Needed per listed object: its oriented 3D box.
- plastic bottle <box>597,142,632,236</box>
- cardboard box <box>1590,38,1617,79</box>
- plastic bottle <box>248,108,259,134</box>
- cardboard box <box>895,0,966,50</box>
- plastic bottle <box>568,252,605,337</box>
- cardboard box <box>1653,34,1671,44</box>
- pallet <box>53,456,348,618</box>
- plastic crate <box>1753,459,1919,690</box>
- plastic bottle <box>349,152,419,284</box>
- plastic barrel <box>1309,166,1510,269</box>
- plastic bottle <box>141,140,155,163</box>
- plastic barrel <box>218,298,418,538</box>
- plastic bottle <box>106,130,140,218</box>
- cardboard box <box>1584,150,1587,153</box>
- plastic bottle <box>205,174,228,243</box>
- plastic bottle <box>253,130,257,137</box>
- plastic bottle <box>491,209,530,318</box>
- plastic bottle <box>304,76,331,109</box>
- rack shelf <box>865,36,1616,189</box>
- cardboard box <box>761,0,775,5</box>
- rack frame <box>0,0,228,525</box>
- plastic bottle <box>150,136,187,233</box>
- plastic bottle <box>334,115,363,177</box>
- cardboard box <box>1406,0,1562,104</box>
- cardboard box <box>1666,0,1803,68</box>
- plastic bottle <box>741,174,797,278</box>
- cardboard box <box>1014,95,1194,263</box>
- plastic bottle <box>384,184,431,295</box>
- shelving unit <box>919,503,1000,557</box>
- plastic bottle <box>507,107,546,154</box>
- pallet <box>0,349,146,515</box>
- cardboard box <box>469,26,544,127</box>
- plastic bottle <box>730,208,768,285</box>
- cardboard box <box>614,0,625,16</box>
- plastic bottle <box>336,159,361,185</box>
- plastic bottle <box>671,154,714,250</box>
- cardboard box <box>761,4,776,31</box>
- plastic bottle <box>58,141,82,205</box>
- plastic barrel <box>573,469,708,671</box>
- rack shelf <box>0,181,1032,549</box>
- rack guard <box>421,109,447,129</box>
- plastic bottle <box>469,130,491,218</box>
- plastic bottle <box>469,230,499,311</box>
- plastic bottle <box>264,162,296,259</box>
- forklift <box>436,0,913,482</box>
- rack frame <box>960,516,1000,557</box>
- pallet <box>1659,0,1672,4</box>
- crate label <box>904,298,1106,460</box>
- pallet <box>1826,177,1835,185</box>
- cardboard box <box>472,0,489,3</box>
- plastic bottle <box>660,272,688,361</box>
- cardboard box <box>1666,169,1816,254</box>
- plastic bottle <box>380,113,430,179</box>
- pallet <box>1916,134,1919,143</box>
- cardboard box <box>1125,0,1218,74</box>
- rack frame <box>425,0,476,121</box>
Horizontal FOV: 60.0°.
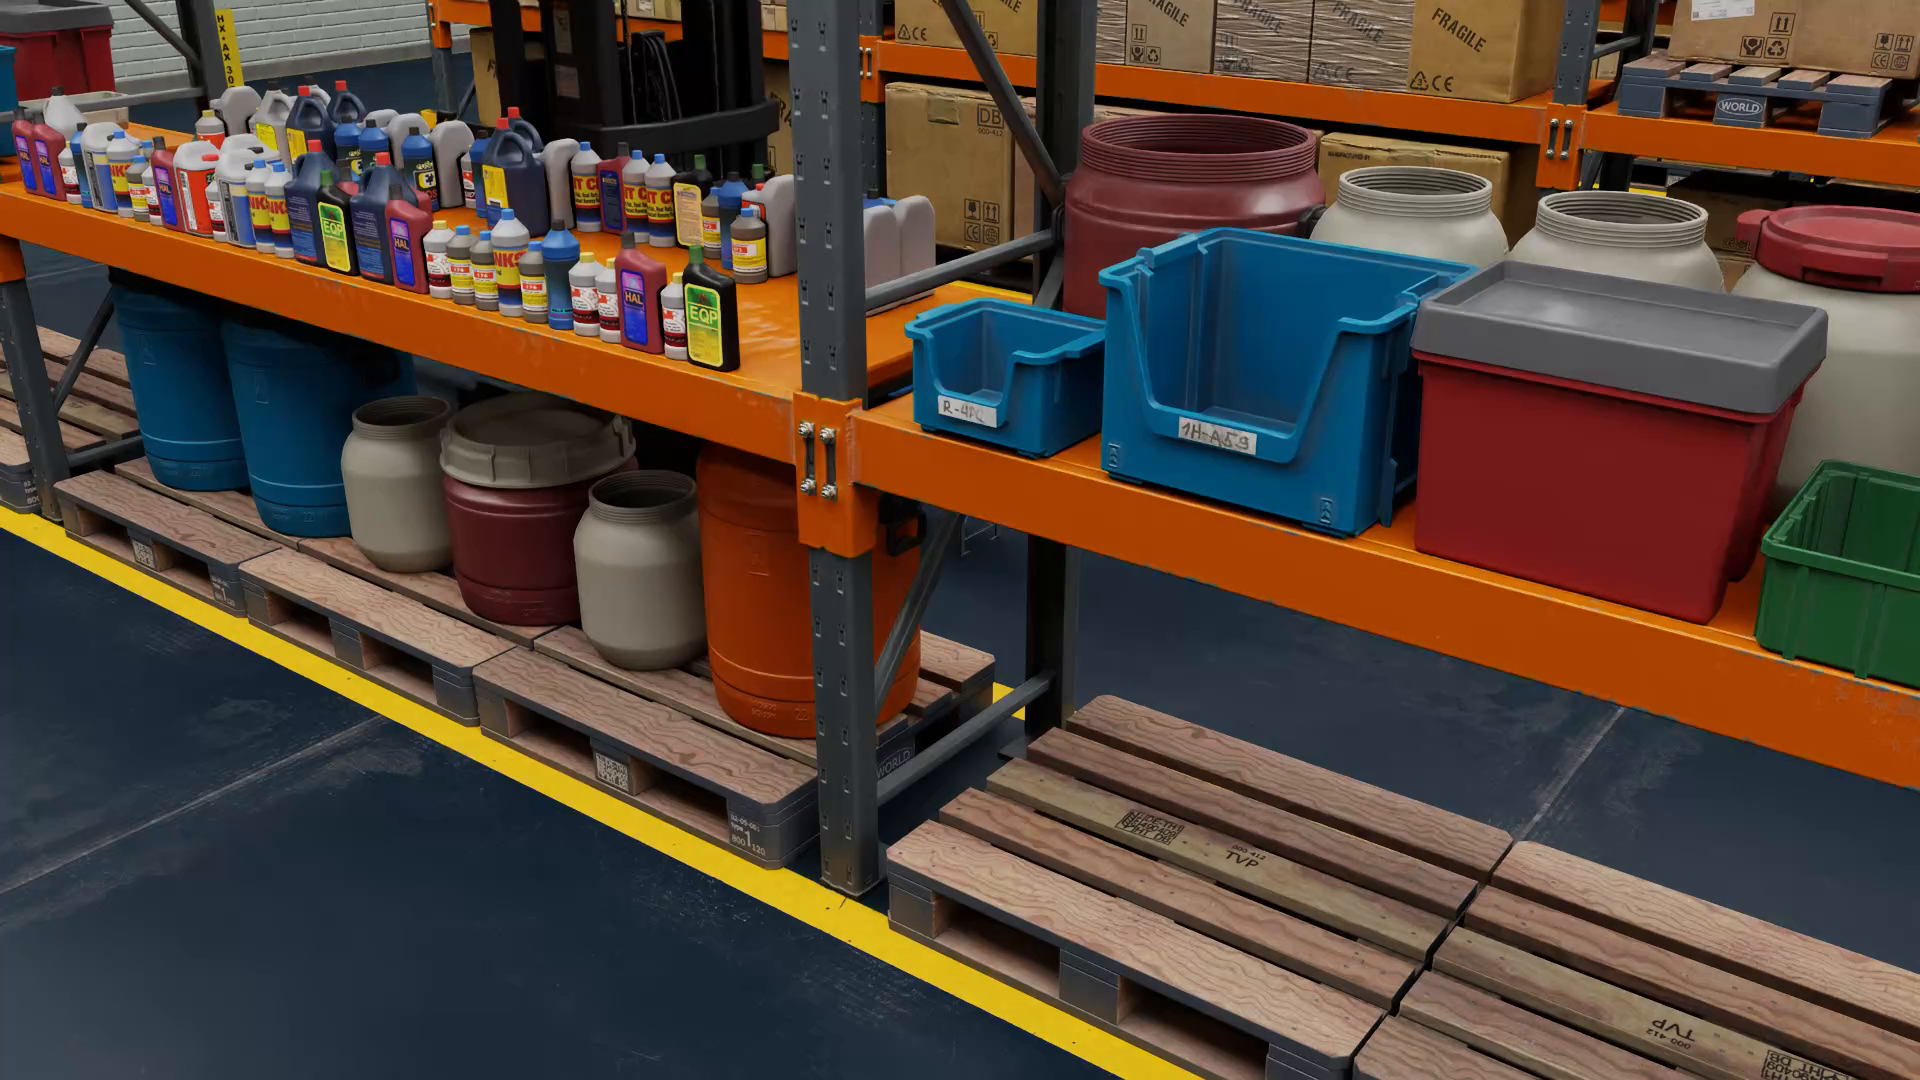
[{"bbox_3d":[-1.057,-1.089,5.146,0.133,0.283,0.061,17,29,33],"label":"plastic bottle"},{"bbox_3d":[4.506,-3.532,12.196,0.500,0.250,0.500,18,29,34],"label":"cardboard box"},{"bbox_3d":[-2.590,-1.506,6.193,0.097,0.201,0.097,0,24,0],"label":"plastic bottle"},{"bbox_3d":[-0.020,-3.059,9.348,0.500,0.500,0.500,17,29,33],"label":"cardboard box"},{"bbox_3d":[-0.931,-0.622,4.188,0.097,0.201,0.097,0,24,0],"label":"plastic bottle"},{"bbox_3d":[5.206,-3.572,12.287,0.500,0.250,0.500,16,29,33],"label":"cardboard box"},{"bbox_3d":[-2.616,-0.131,6.285,1.213,0.211,1.003,17,29,33],"label":"pallet"},{"bbox_3d":[1.630,0.095,2.578,0.662,0.188,0.450,17,29,33],"label":"plastic crate"},{"bbox_3d":[-1.604,-0.905,4.646,0.185,0.351,0.144,17,29,33],"label":"plastic bottle"},{"bbox_3d":[0.944,-0.511,3.550,0.421,0.512,0.421,0,24,0],"label":"plastic barrel"},{"bbox_3d":[-2.714,-1.237,5.584,0.097,0.201,0.097,0,24,0],"label":"plastic bottle"},{"bbox_3d":[-2.217,-0.530,5.815,0.708,0.901,0.600,17,29,33],"label":"plastic barrel"},{"bbox_3d":[-2.697,-1.188,5.385,0.097,0.271,0.097,0,24,0],"label":"plastic bottle"},{"bbox_3d":[4.489,-3.186,12.340,0.500,0.500,0.500,15,28,31],"label":"cardboard box"},{"bbox_3d":[-2.249,-1.020,5.092,0.097,0.201,0.097,0,24,0],"label":"plastic bottle"},{"bbox_3d":[-2.467,-1.392,5.935,0.097,0.201,0.097,0,24,0],"label":"plastic bottle"},{"bbox_3d":[-1.165,-0.724,4.334,0.097,0.271,0.097,0,24,0],"label":"plastic bottle"},{"bbox_3d":[-2.277,-1.467,5.921,0.185,0.351,0.144,17,29,33],"label":"plastic bottle"},{"bbox_3d":[1.362,-2.392,8.851,4.000,0.370,1.077,17,29,33],"label":"rack shelf"},{"bbox_3d":[-1.164,-3.419,10.106,0.500,0.250,0.500,18,29,35],"label":"cardboard box"},{"bbox_3d":[-3.208,-1.607,6.176,0.127,3.000,1.000,17,29,33],"label":"rack frame"},{"bbox_3d":[-2.460,-1.112,5.199,0.133,0.283,0.061,17,29,33],"label":"plastic bottle"},{"bbox_3d":[-2.063,-1.302,5.644,0.097,0.271,0.097,0,24,0],"label":"plastic bottle"},{"bbox_3d":[2.419,-2.323,7.677,0.500,0.500,0.500,18,29,35],"label":"cardboard box"},{"bbox_3d":[3.419,-2.358,7.236,0.500,0.500,0.500,13,27,27],"label":"cardboard box"},{"bbox_3d":[-0.530,-0.903,4.734,0.135,0.276,0.152,17,29,33],"label":"plastic bottle"},{"bbox_3d":[1.002,-2.060,9.321,0.875,0.875,1.225,16,28,32],"label":"cardboard box"},{"bbox_3d":[-1.502,-0.823,4.542,0.133,0.283,0.061,17,29,33],"label":"plastic bottle"},{"bbox_3d":[-0.006,-0.414,6.073,0.210,0.900,0.258,17,29,33],"label":"shelving unit"},{"bbox_3d":[-1.395,-1.201,5.317,0.185,0.351,0.144,17,29,33],"label":"plastic bottle"},{"bbox_3d":[-3.820,-0.496,7.114,1.213,0.211,1.003,17,29,33],"label":"pallet"},{"bbox_3d":[-2.879,-3.263,12.050,0.875,0.875,0.875,17,29,33],"label":"cardboard box"},{"bbox_3d":[-0.590,-0.825,4.648,0.097,0.201,0.097,0,24,0],"label":"plastic bottle"},{"bbox_3d":[-2.121,-3.493,10.770,0.250,0.149,0.380,16,28,32],"label":"cardboard box"},{"bbox_3d":[-1.821,-0.996,4.949,0.097,0.271,0.097,0,24,0],"label":"plastic bottle"},{"bbox_3d":[-0.795,-1.010,4.966,0.133,0.283,0.061,17,29,33],"label":"plastic bottle"},{"bbox_3d":[-1.090,-3.182,10.064,0.250,0.149,0.380,16,29,32],"label":"cardboard box"},{"bbox_3d":[-2.961,-1.235,5.580,0.097,0.201,0.097,0,24,0],"label":"plastic bottle"},{"bbox_3d":[-0.915,0.086,4.899,0.421,0.512,0.421,0,24,0],"label":"plastic barrel"},{"bbox_3d":[-1.608,-0.794,5.224,4.000,0.370,1.077,17,29,33],"label":"rack shelf"},{"bbox_3d":[-3.458,-3.034,12.516,0.348,0.500,1.175,17,29,33],"label":"rack guard"},{"bbox_3d":[-1.531,-1.187,5.383,0.097,0.271,0.097,0,24,0],"label":"plastic bottle"},{"bbox_3d":[-1.243,-0.716,4.401,0.097,0.201,0.097,0,24,0],"label":"plastic bottle"},{"bbox_3d":[-1.986,-0.973,4.897,0.097,0.271,0.097,0,24,0],"label":"plastic bottle"},{"bbox_3d":[-1.609,-1.954,7.050,3.031,2.935,1.130,20,30,37],"label":"forklift"},{"bbox_3d":[0.075,-0.389,6.017,0.006,0.900,0.240,17,29,33],"label":"rack frame"},{"bbox_3d":[5.384,-3.863,11.536,1.003,0.211,1.213,17,29,33],"label":"pallet"},{"bbox_3d":[0.105,-0.340,3.509,0.416,0.233,0.303,17,29,33],"label":"crate label"},{"bbox_3d":[6.604,-2.322,11.259,1.213,0.211,1.003,17,29,33],"label":"pallet"},{"bbox_3d":[-3.146,-3.803,11.473,0.250,0.149,0.380,16,29,33],"label":"cardboard box"},{"bbox_3d":[-0.669,-0.543,4.007,0.097,0.201,0.097,0,24,0],"label":"plastic bottle"},{"bbox_3d":[3.517,-1.486,7.526,0.500,0.250,0.500,18,30,35],"label":"cardboard box"},{"bbox_3d":[-1.896,-1.316,5.671,0.135,0.276,0.152,17,29,33],"label":"plastic bottle"},{"bbox_3d":[4.571,-1.684,6.590,1.213,0.211,1.003,17,29,33],"label":"pallet"},{"bbox_3d":[1.200,-2.693,8.518,0.500,0.500,0.500,17,29,34],"label":"cardboard box"},{"bbox_3d":[-3.439,-4.172,11.999,0.127,3.000,1.000,17,29,33],"label":"rack frame"}]
